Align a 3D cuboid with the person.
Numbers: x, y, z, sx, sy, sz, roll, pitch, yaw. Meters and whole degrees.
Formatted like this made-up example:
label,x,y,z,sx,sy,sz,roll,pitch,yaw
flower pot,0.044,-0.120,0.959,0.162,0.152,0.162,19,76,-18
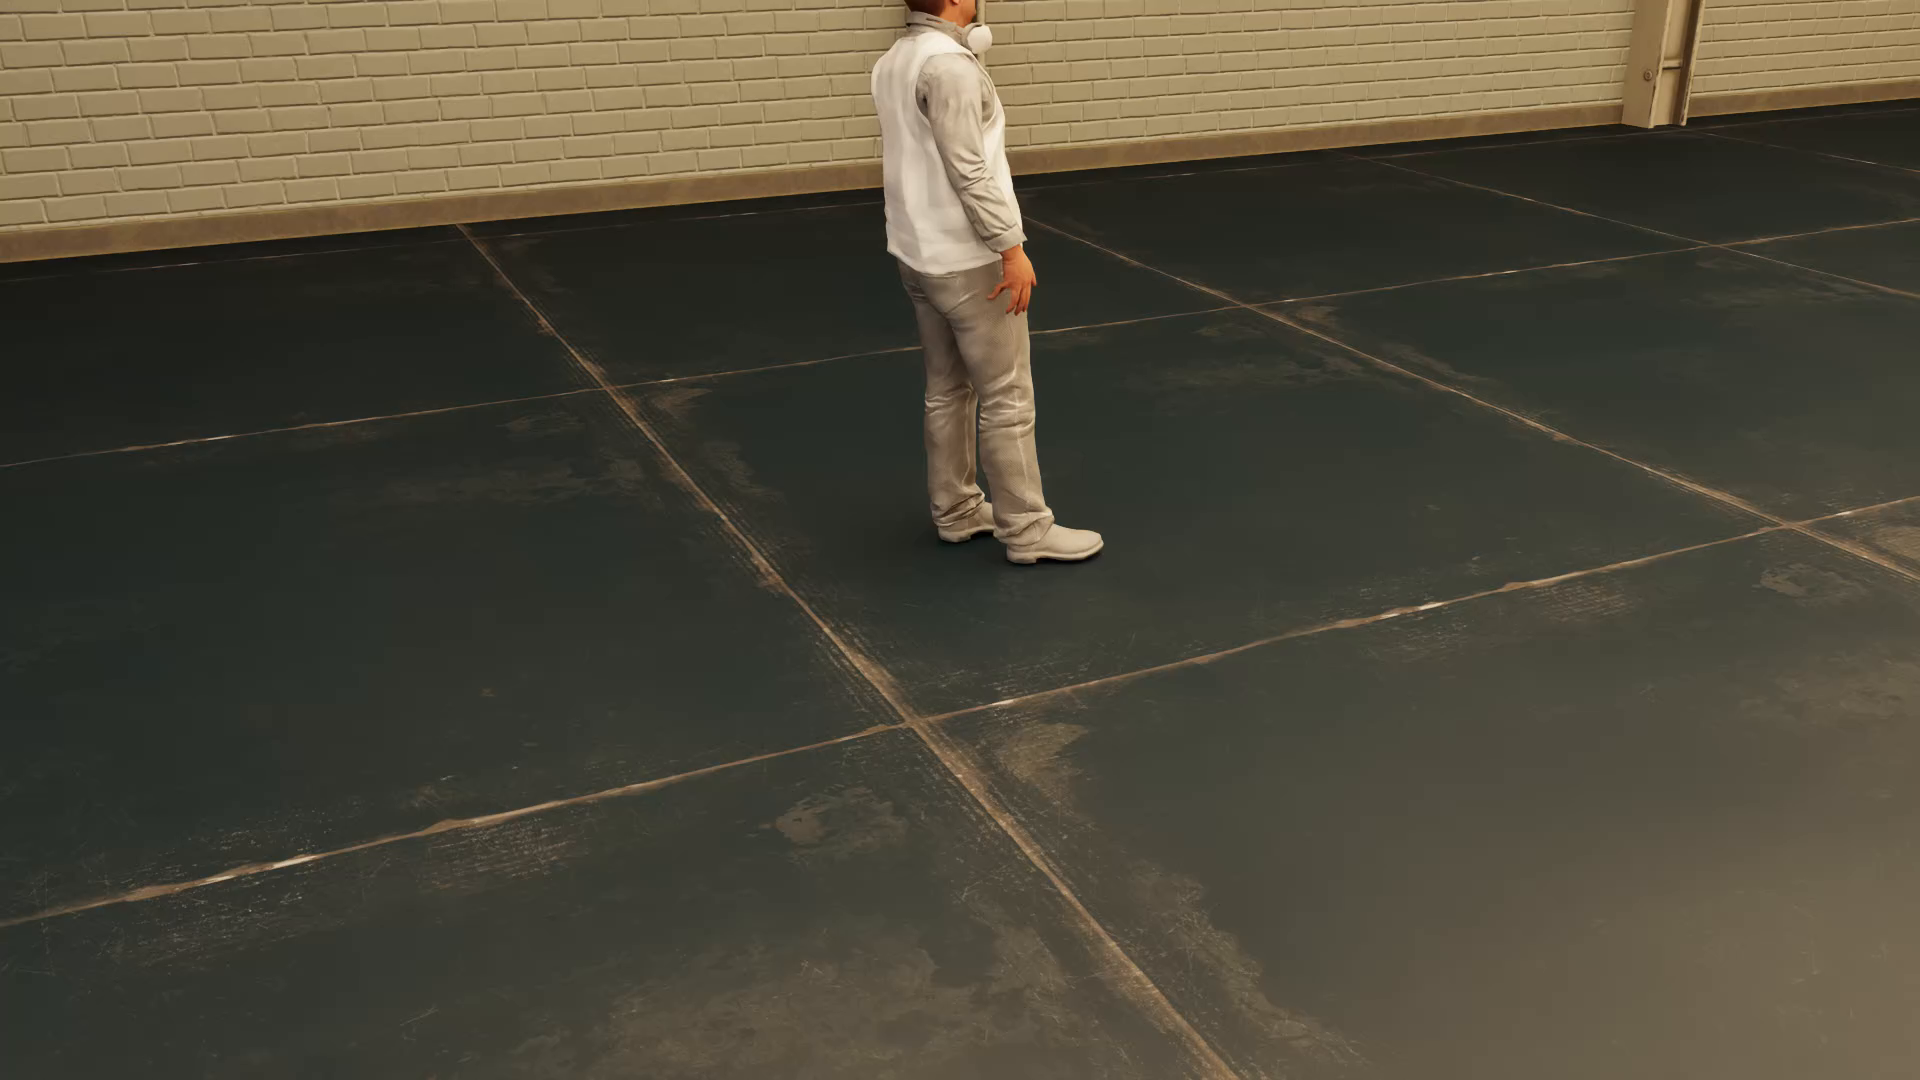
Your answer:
label,x,y,z,sx,sy,sz,roll,pitch,yaw
person,0.060,-0.833,4.781,0.568,1.773,0.632,-10,25,-23
